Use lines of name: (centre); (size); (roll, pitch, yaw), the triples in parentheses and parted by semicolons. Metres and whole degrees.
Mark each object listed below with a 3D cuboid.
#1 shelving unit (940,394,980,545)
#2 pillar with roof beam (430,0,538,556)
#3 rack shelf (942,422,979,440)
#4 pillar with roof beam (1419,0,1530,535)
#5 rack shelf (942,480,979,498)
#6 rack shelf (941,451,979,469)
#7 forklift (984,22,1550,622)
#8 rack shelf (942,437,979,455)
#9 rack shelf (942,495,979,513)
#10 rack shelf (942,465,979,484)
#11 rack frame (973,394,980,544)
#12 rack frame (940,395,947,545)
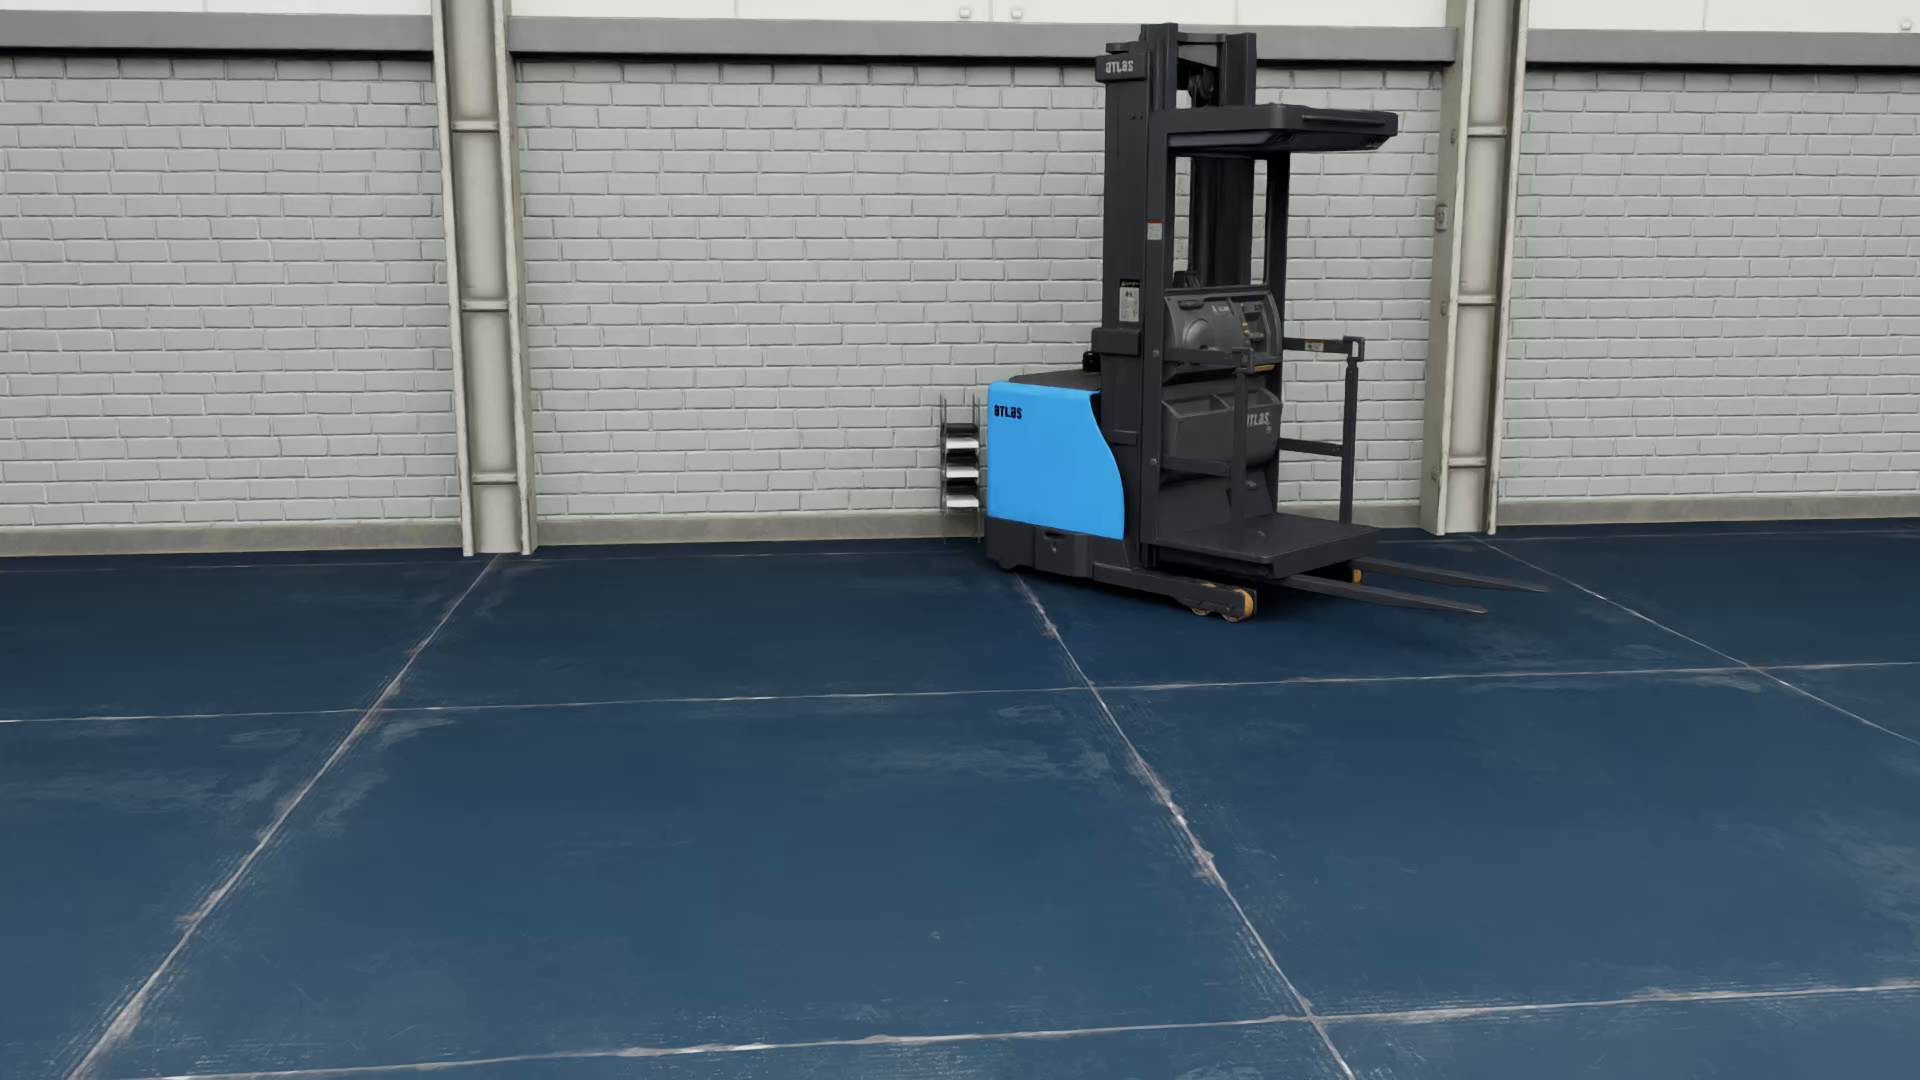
shelving unit: (-0.001, -0.436, 10.237); (0.210, 0.900, 0.258); (-2, 10, -8)
pillar with roof beam: (-2.308, -3.528, 4.984); (0.400, 9.000, 9.100); (-1, 11, -6)
rack shelf: (-0.001, -0.668, 10.196); (0.200, 0.077, 0.258); (-2, 10, -8)
pillar with roof beam: (3.657, -3.653, 5.620); (0.400, 9.000, 9.100); (-1, 11, -6)
rack shelf: (0.000, -0.314, 10.259); (0.200, 0.077, 0.258); (-2, 10, -8)
rack shelf: (-0.001, -0.491, 10.228); (0.200, 0.077, 0.258); (-2, 10, -8)
forklift: (1.535, -1.142, 8.577); (1.130, 2.935, 3.031); (-11, 16, -44)
rack shelf: (-0.001, -0.580, 10.212); (0.200, 0.077, 0.258); (-2, 10, -8)
rack shelf: (0.000, -0.226, 10.275); (0.200, 0.077, 0.258); (-2, 10, -8)
rack shelf: (-0.001, -0.403, 10.243); (0.200, 0.077, 0.258); (-2, 10, -8)
rack frame: (0.100, -0.438, 10.251); (0.006, 0.900, 0.240); (-2, 10, -8)
rack frame: (-0.101, -0.433, 10.224); (0.006, 0.900, 0.240); (-2, 10, -8)
